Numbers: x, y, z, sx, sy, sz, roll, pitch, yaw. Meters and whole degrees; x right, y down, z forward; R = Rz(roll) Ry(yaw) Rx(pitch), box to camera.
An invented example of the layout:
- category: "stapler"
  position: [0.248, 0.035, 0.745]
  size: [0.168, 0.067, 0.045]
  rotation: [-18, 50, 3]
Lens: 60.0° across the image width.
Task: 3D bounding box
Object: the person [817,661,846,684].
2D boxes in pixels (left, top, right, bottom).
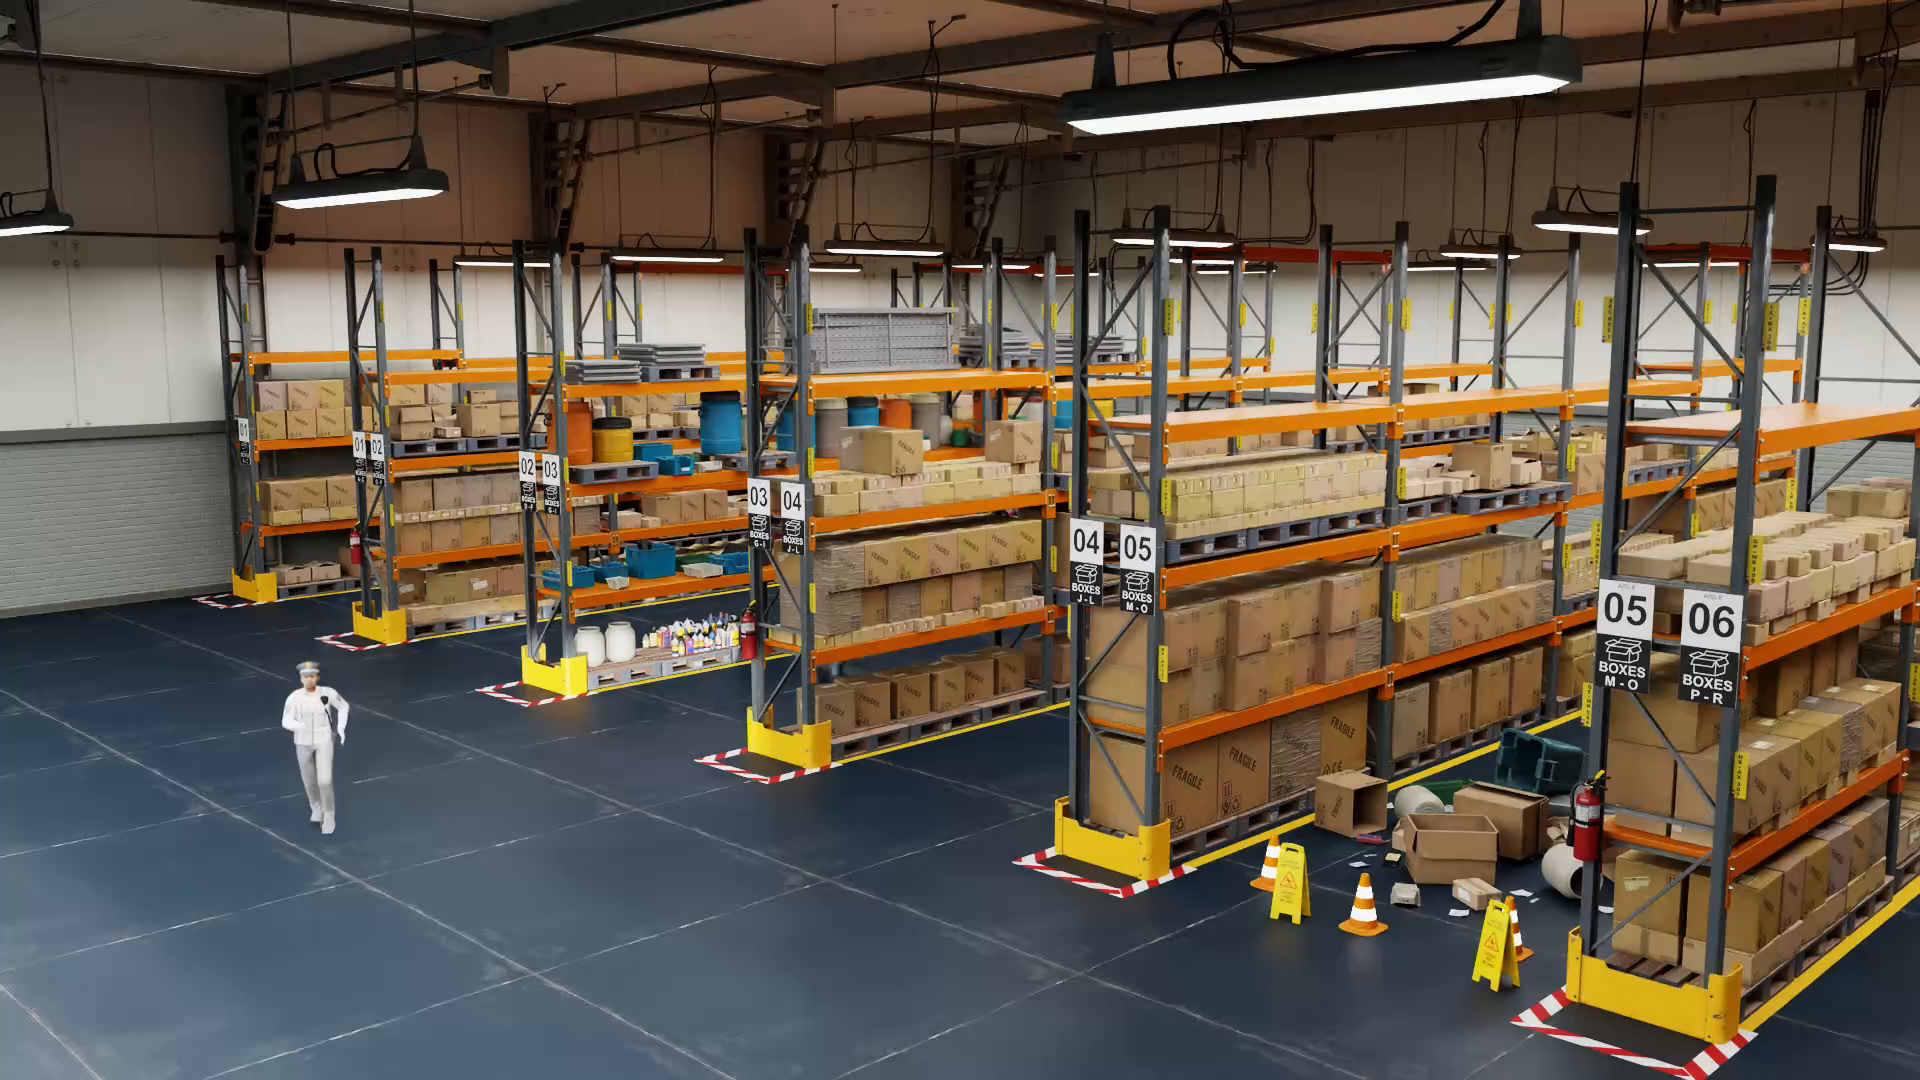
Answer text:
- category: "person"
  position: [-1.648, 1.293, 21.219]
  size: [0.692, 1.741, 0.660]
  rotation: [6, 10, 35]

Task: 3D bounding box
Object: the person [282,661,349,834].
- category: "person"
  position: [-6.327, 2.031, 16.337]
  size: [0.579, 1.725, 0.703]
  rotation: [-2, 8, -13]

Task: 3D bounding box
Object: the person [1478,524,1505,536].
- category: "person"
  position: [8.608, 0.479, 27.013]
  size: [0.636, 1.771, 0.771]
  rotation: [8, 11, 43]
